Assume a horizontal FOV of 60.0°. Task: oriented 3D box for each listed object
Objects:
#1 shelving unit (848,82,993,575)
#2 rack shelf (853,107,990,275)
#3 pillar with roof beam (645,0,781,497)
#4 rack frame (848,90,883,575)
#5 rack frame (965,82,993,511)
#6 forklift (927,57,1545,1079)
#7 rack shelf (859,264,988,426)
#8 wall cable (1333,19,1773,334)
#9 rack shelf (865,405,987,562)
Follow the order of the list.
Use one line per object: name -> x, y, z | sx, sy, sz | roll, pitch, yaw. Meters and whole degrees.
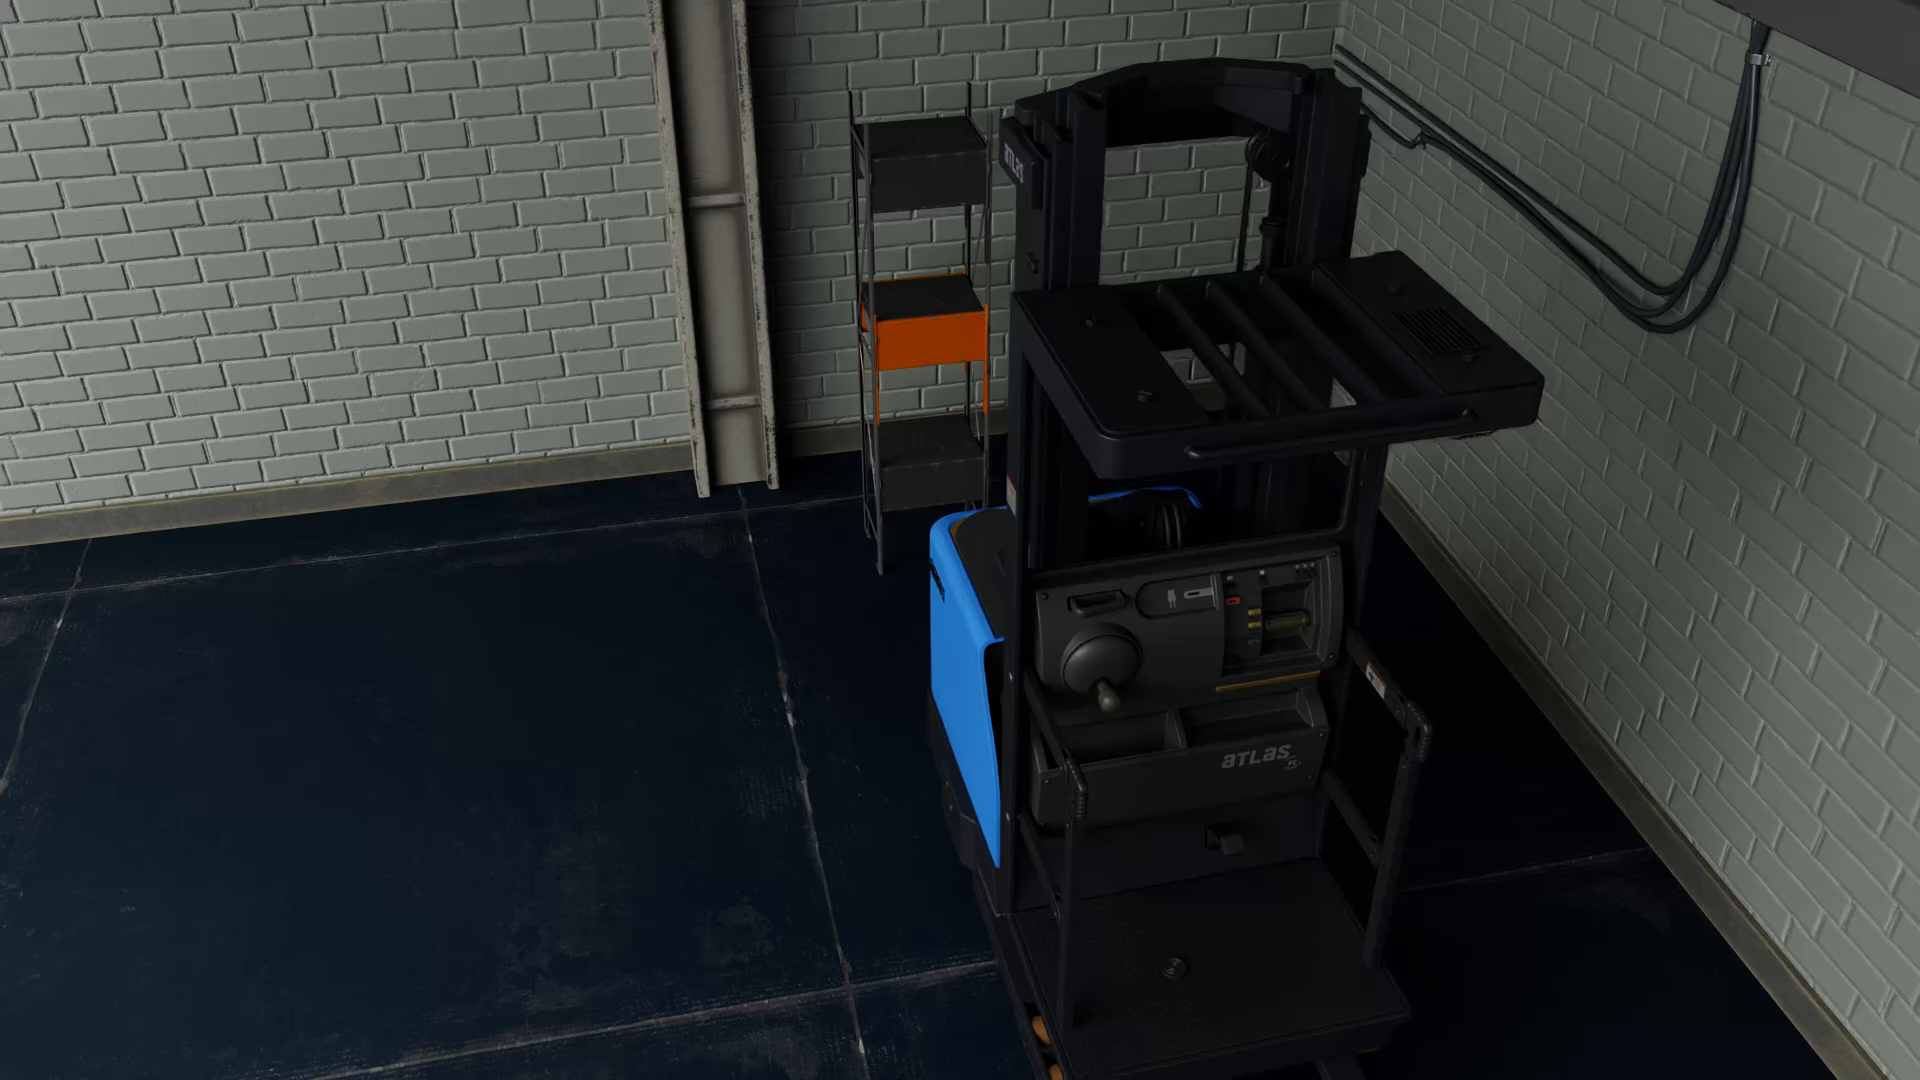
shelving unit -> -0.161, -0.852, 7.135 | 0.503, 2.100, 0.431 | -7, 35, -11
rack shelf -> -0.161, -1.421, 6.752 | 0.480, 0.518, 0.431 | -7, 35, -11
pillar with roof beam -> -0.155, -1.710, 2.223 | 0.400, 9.000, 9.100 | -7, 35, -11
rack frame -> -0.399, -0.822, 7.090 | 0.015, 2.100, 0.400 | -7, 35, -11
rack frame -> 0.077, -0.882, 7.179 | 0.015, 2.100, 0.400 | -7, 35, -11
forklift -> 0.726, 0.315, 4.650 | 1.130, 2.935, 3.031 | -8, 35, -12
rack shelf -> -0.161, -0.840, 7.142 | 0.480, 0.518, 0.431 | -7, 35, -11
wall cable -> 2.061, -2.404, 6.043 | 0.112, 2.526, 3.097 | -7, 35, -11
rack shelf -> -0.161, -0.259, 7.532 | 0.480, 0.518, 0.431 | -7, 35, -11
